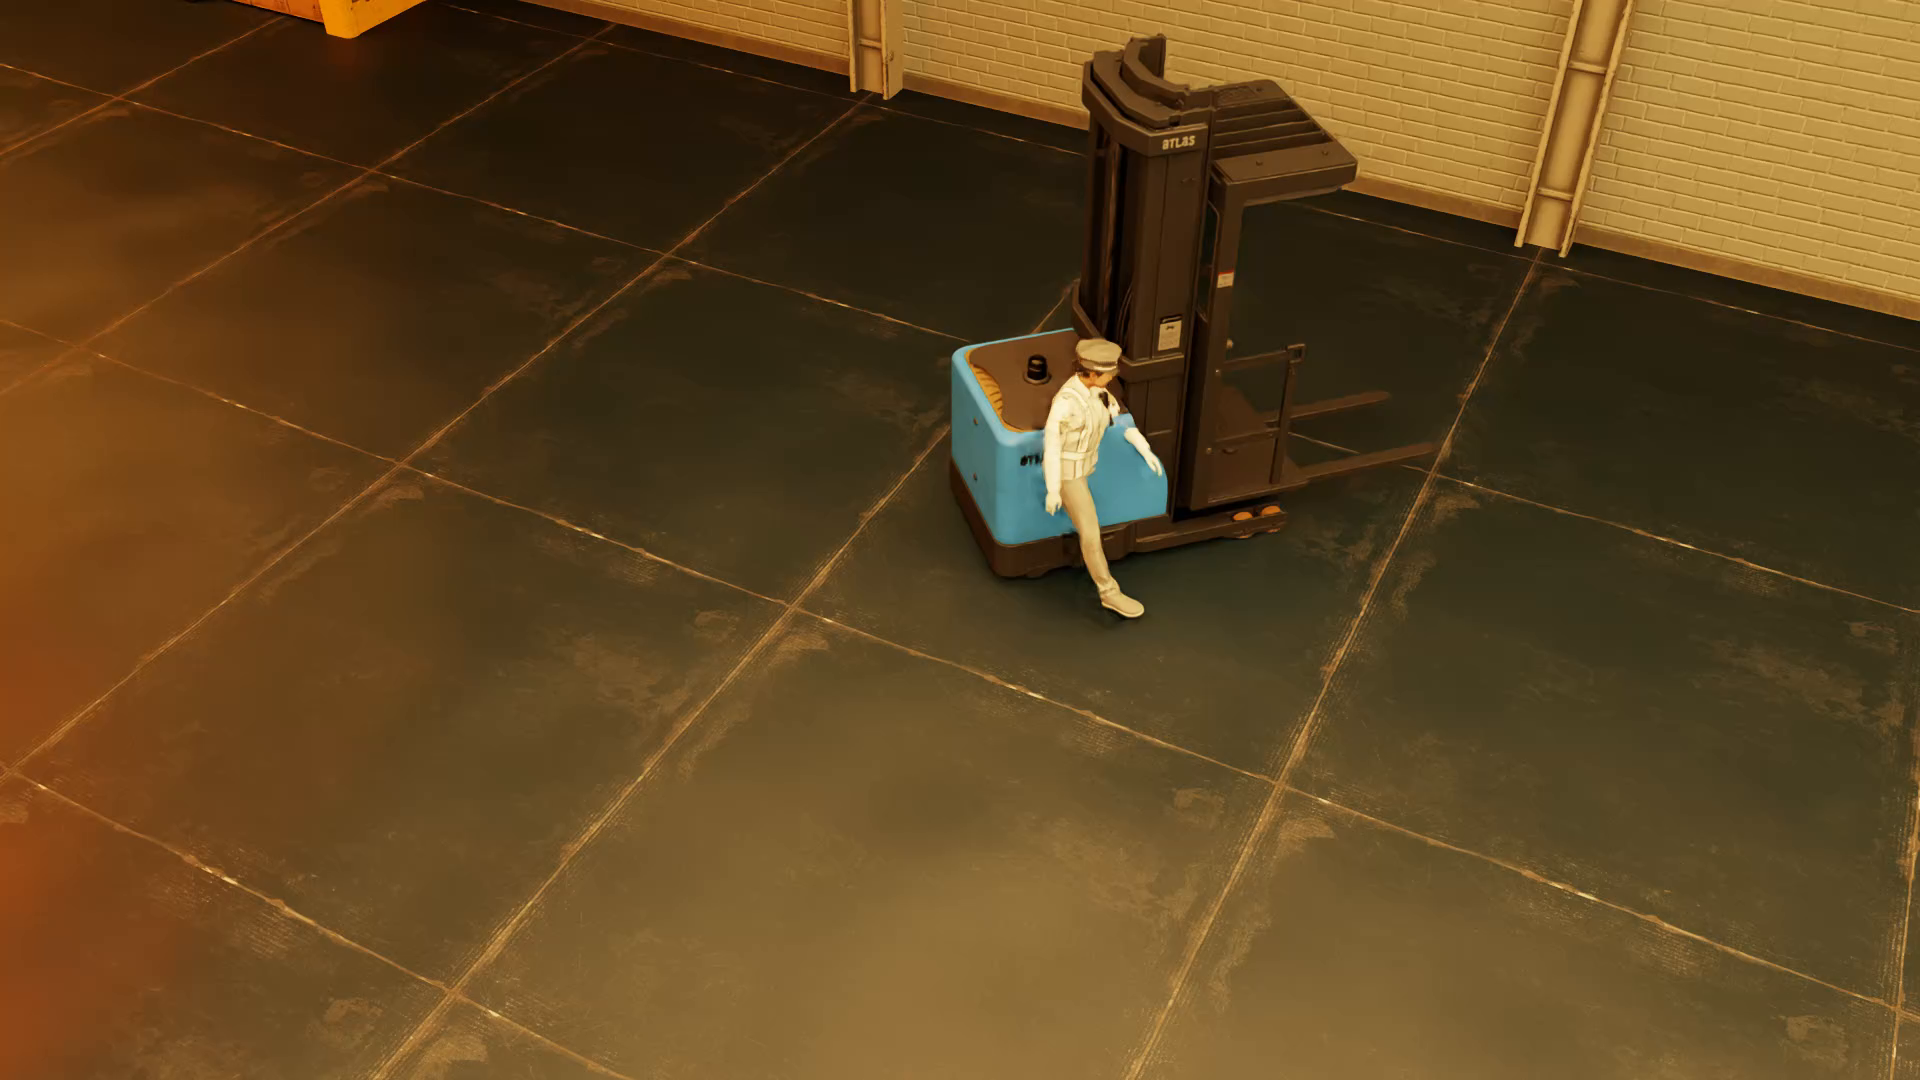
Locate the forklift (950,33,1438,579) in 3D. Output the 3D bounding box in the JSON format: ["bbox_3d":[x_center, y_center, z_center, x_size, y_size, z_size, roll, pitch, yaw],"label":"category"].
[{"bbox_3d":[1.511,-1.443,9.700,3.031,2.935,1.130,-12,41,-13],"label":"forklift"}]

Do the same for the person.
[{"bbox_3d":[0.791,-0.385,9.474,0.841,1.575,0.729,18,43,20],"label":"person"}]
